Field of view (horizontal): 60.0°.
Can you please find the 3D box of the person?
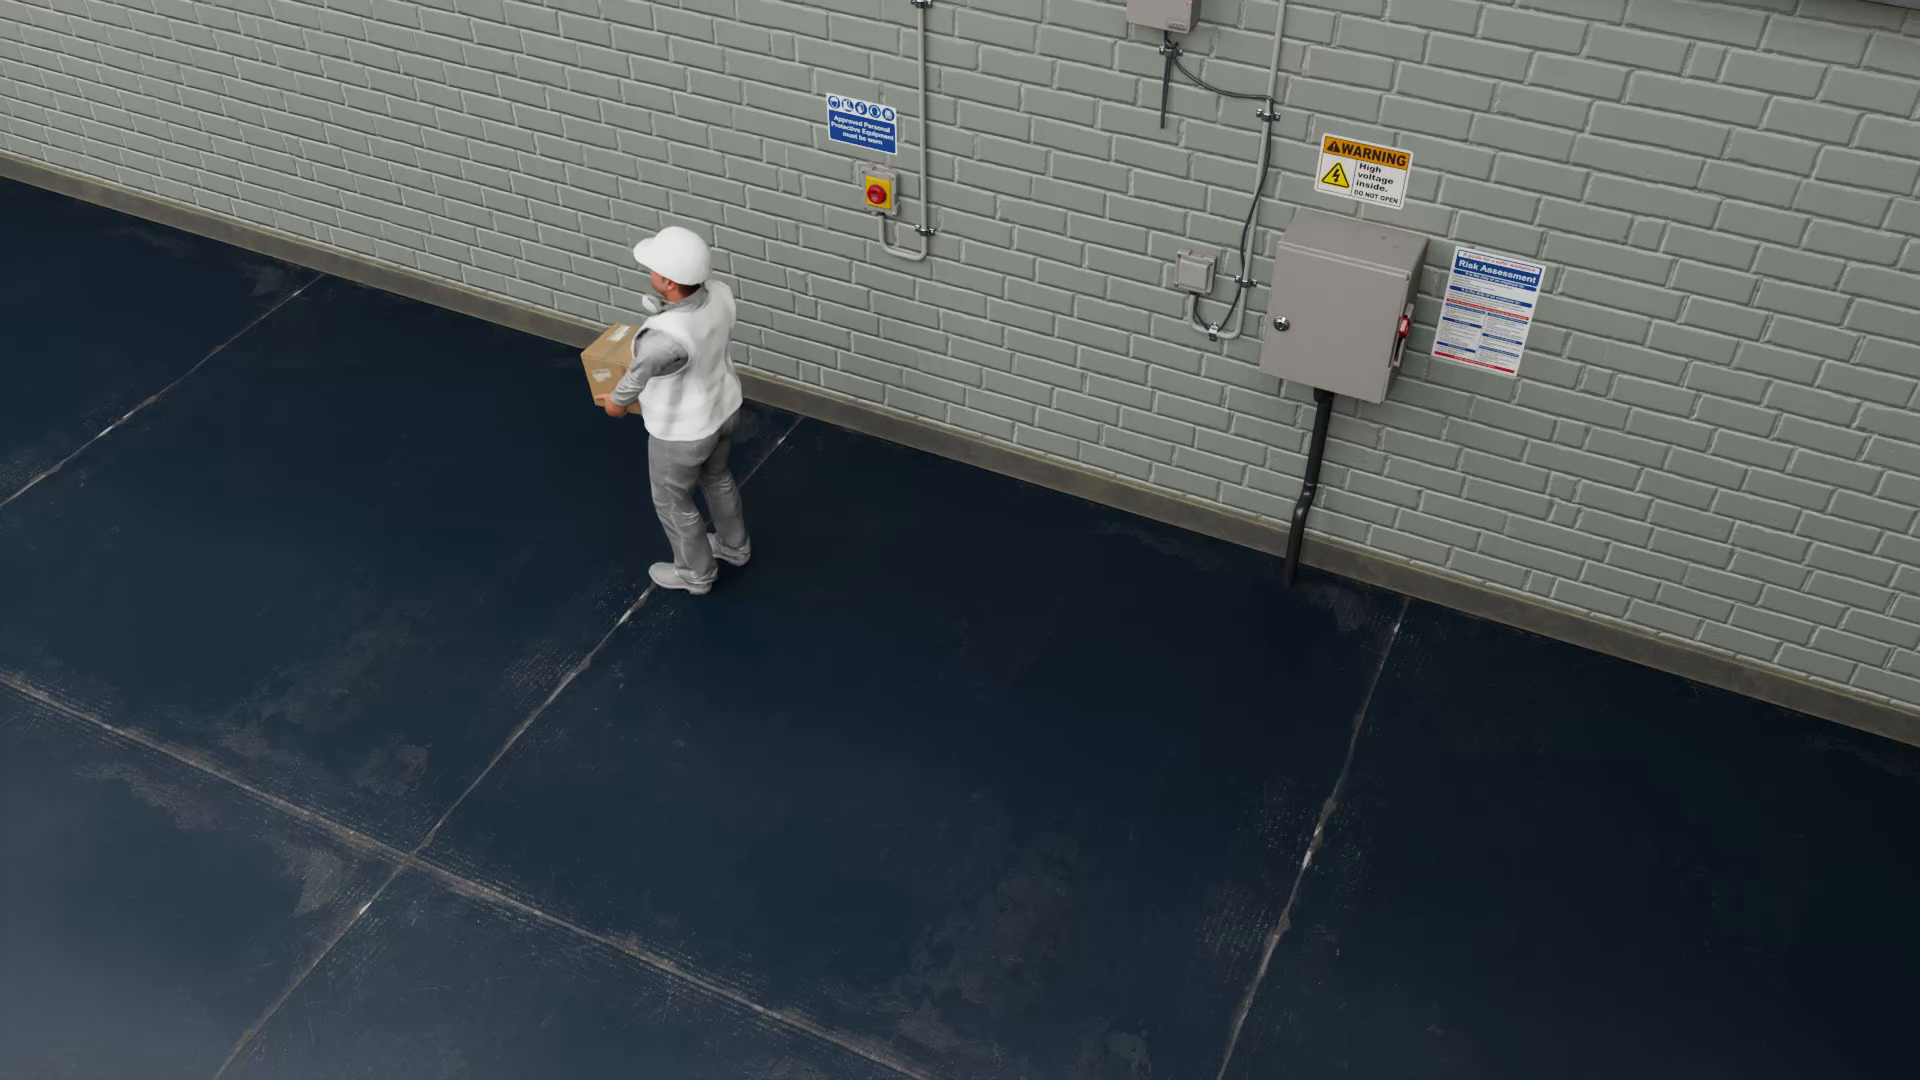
[{"bbox_3d":[-1.177,-0.526,6.736,0.556,1.764,0.494,18,45,19],"label":"person"}]
